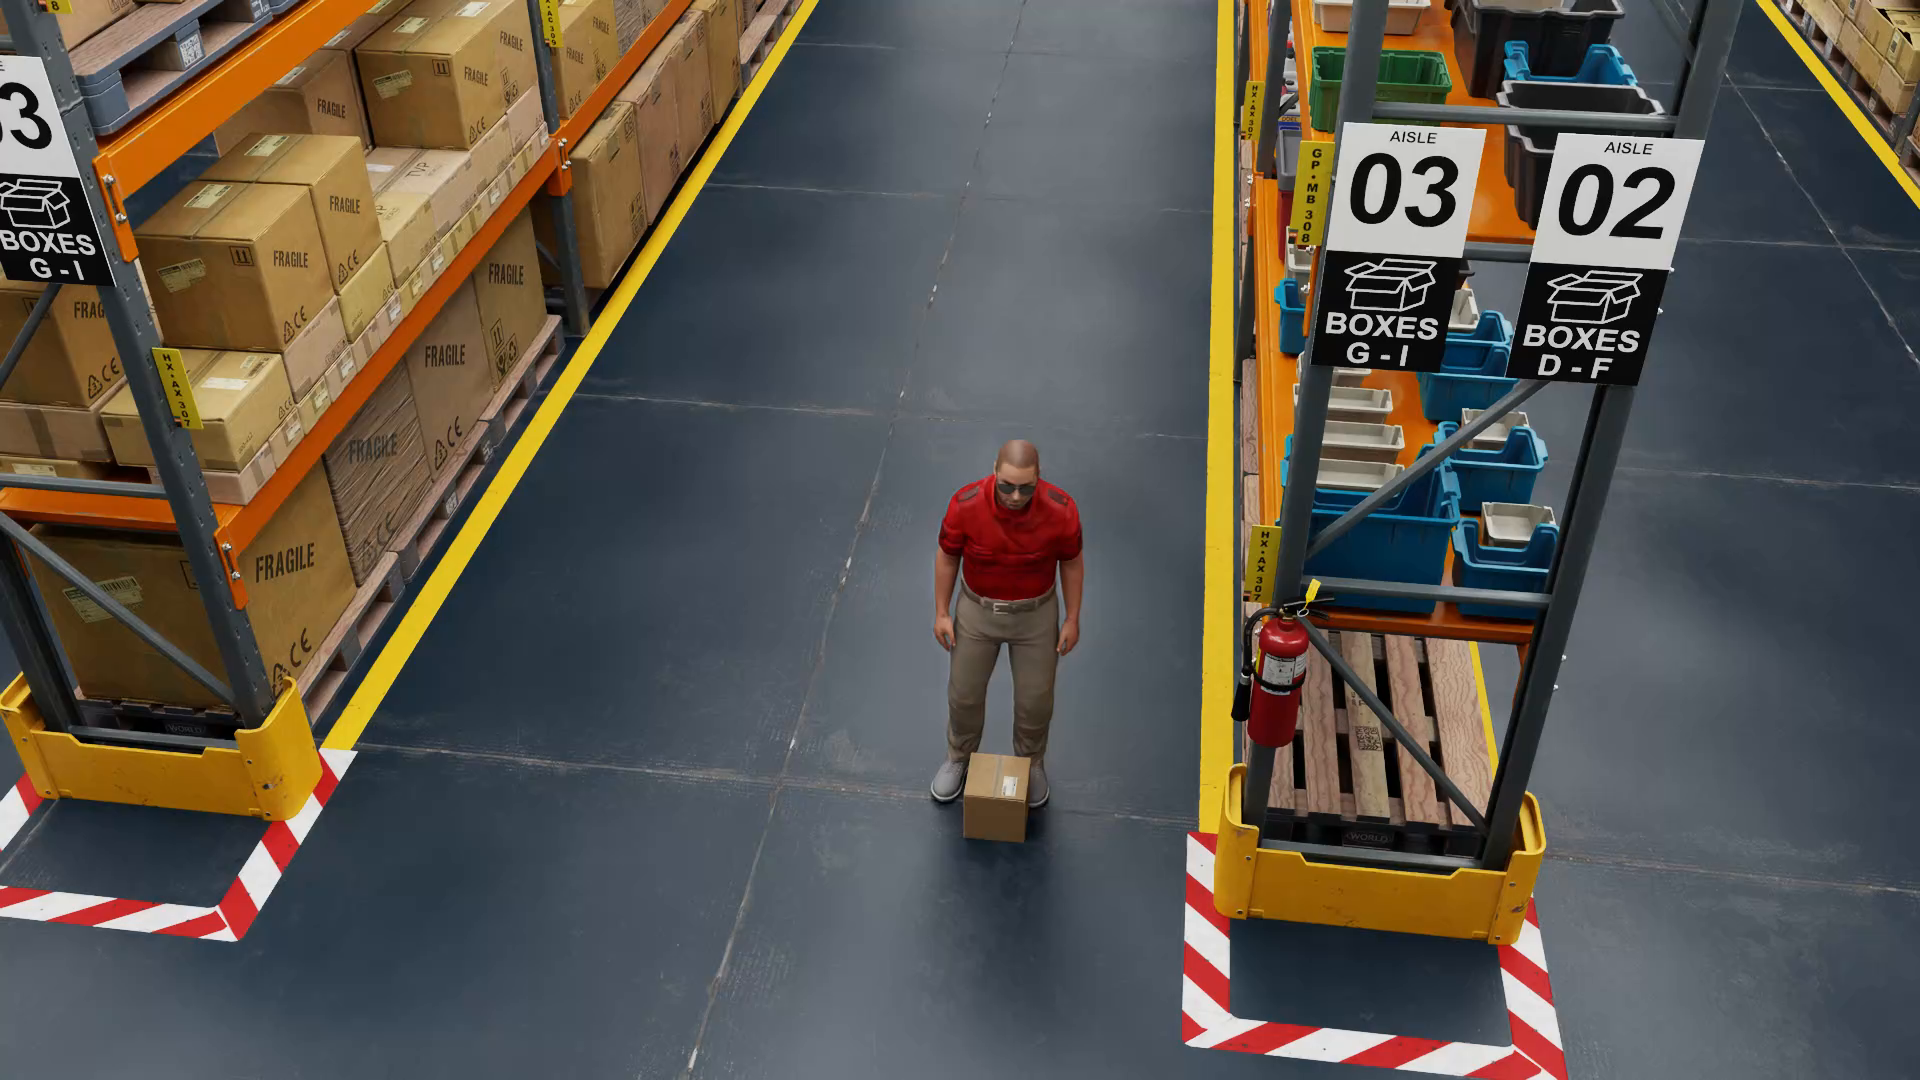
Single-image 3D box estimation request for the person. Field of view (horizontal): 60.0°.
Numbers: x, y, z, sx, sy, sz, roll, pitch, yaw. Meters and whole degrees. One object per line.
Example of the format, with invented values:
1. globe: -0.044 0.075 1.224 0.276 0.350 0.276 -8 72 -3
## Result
1. person: 0.184 0.314 6.620 0.601 1.726 0.393 2 36 3
